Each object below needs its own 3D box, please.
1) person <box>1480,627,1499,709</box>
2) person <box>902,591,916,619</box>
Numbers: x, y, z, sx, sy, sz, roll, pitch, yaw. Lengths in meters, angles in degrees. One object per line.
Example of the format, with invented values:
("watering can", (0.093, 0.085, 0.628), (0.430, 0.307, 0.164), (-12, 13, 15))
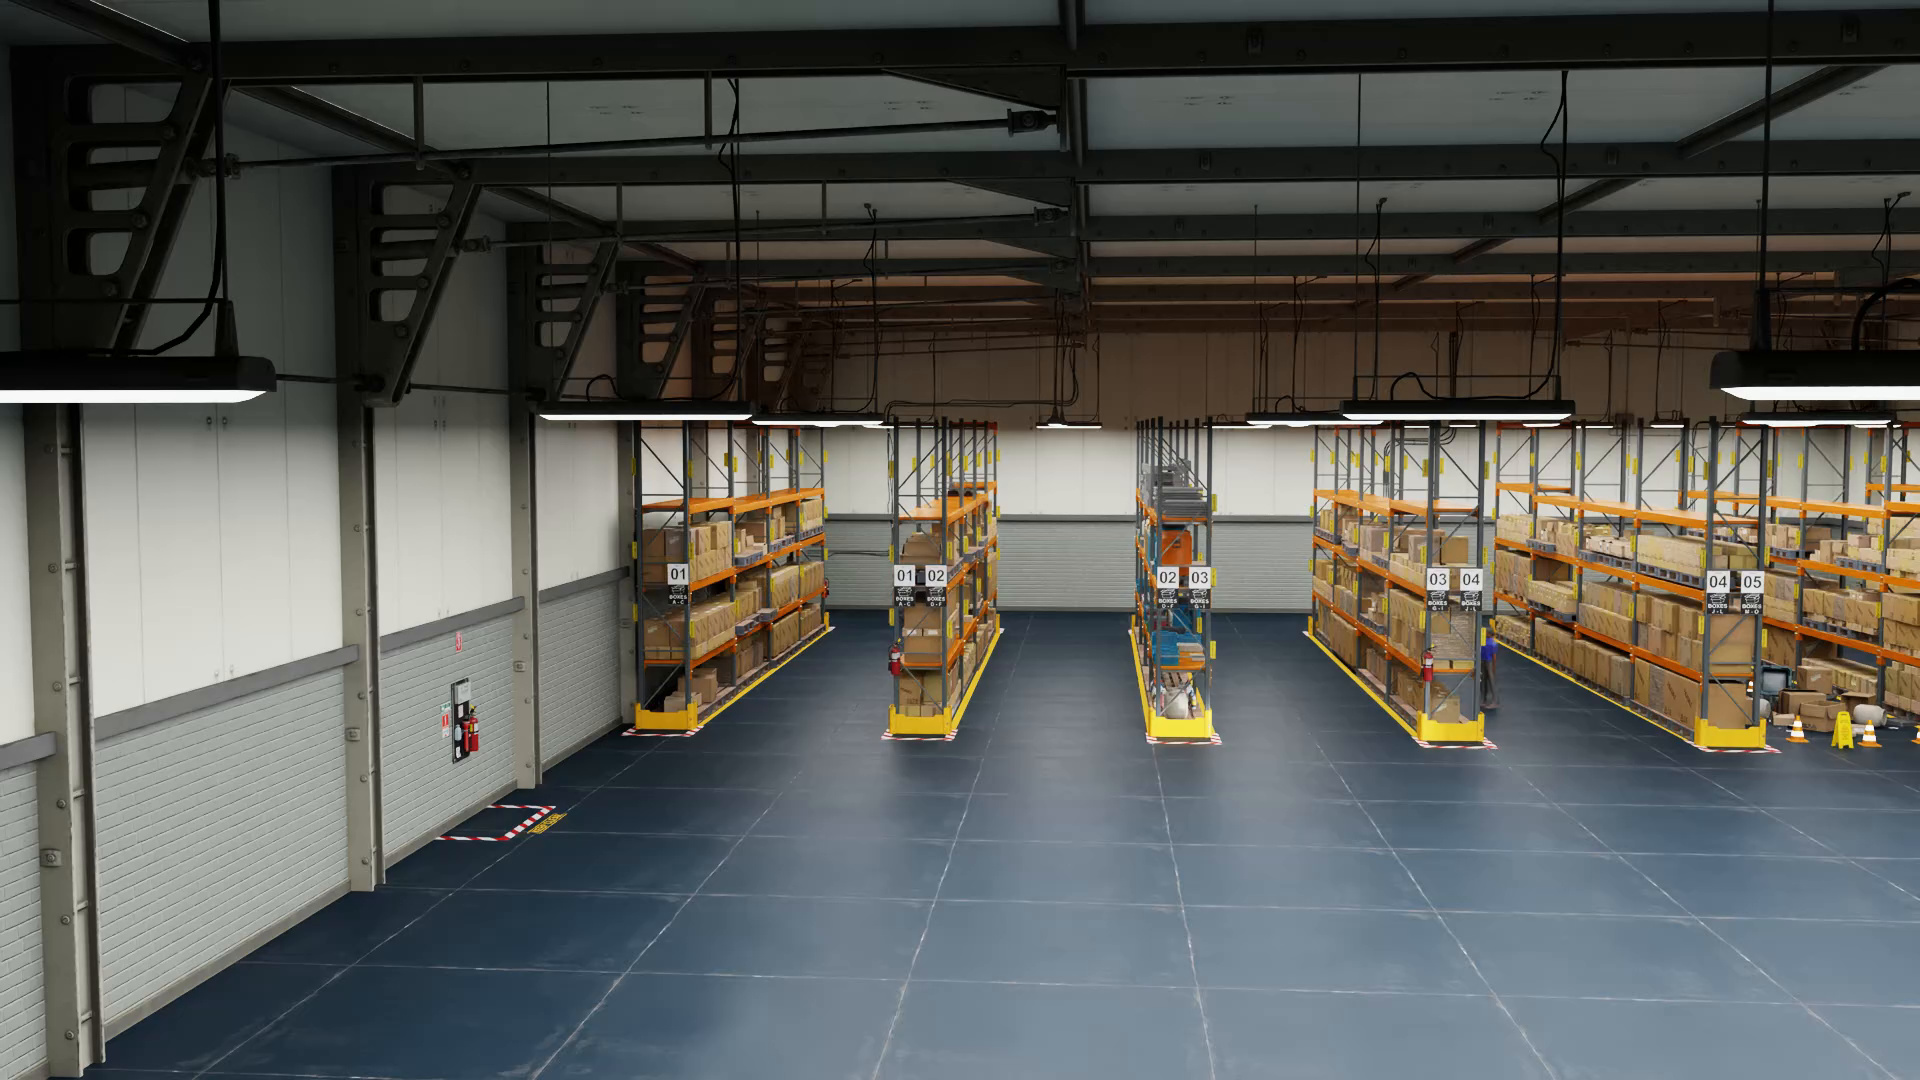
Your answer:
("person", (10.965, 2.637, 34.539), (0.363, 1.660, 0.542), (-2, 4, -24))
("person", (-1.367, 1.672, 48.891), (0.661, 1.692, 0.545), (0, 4, 5))
